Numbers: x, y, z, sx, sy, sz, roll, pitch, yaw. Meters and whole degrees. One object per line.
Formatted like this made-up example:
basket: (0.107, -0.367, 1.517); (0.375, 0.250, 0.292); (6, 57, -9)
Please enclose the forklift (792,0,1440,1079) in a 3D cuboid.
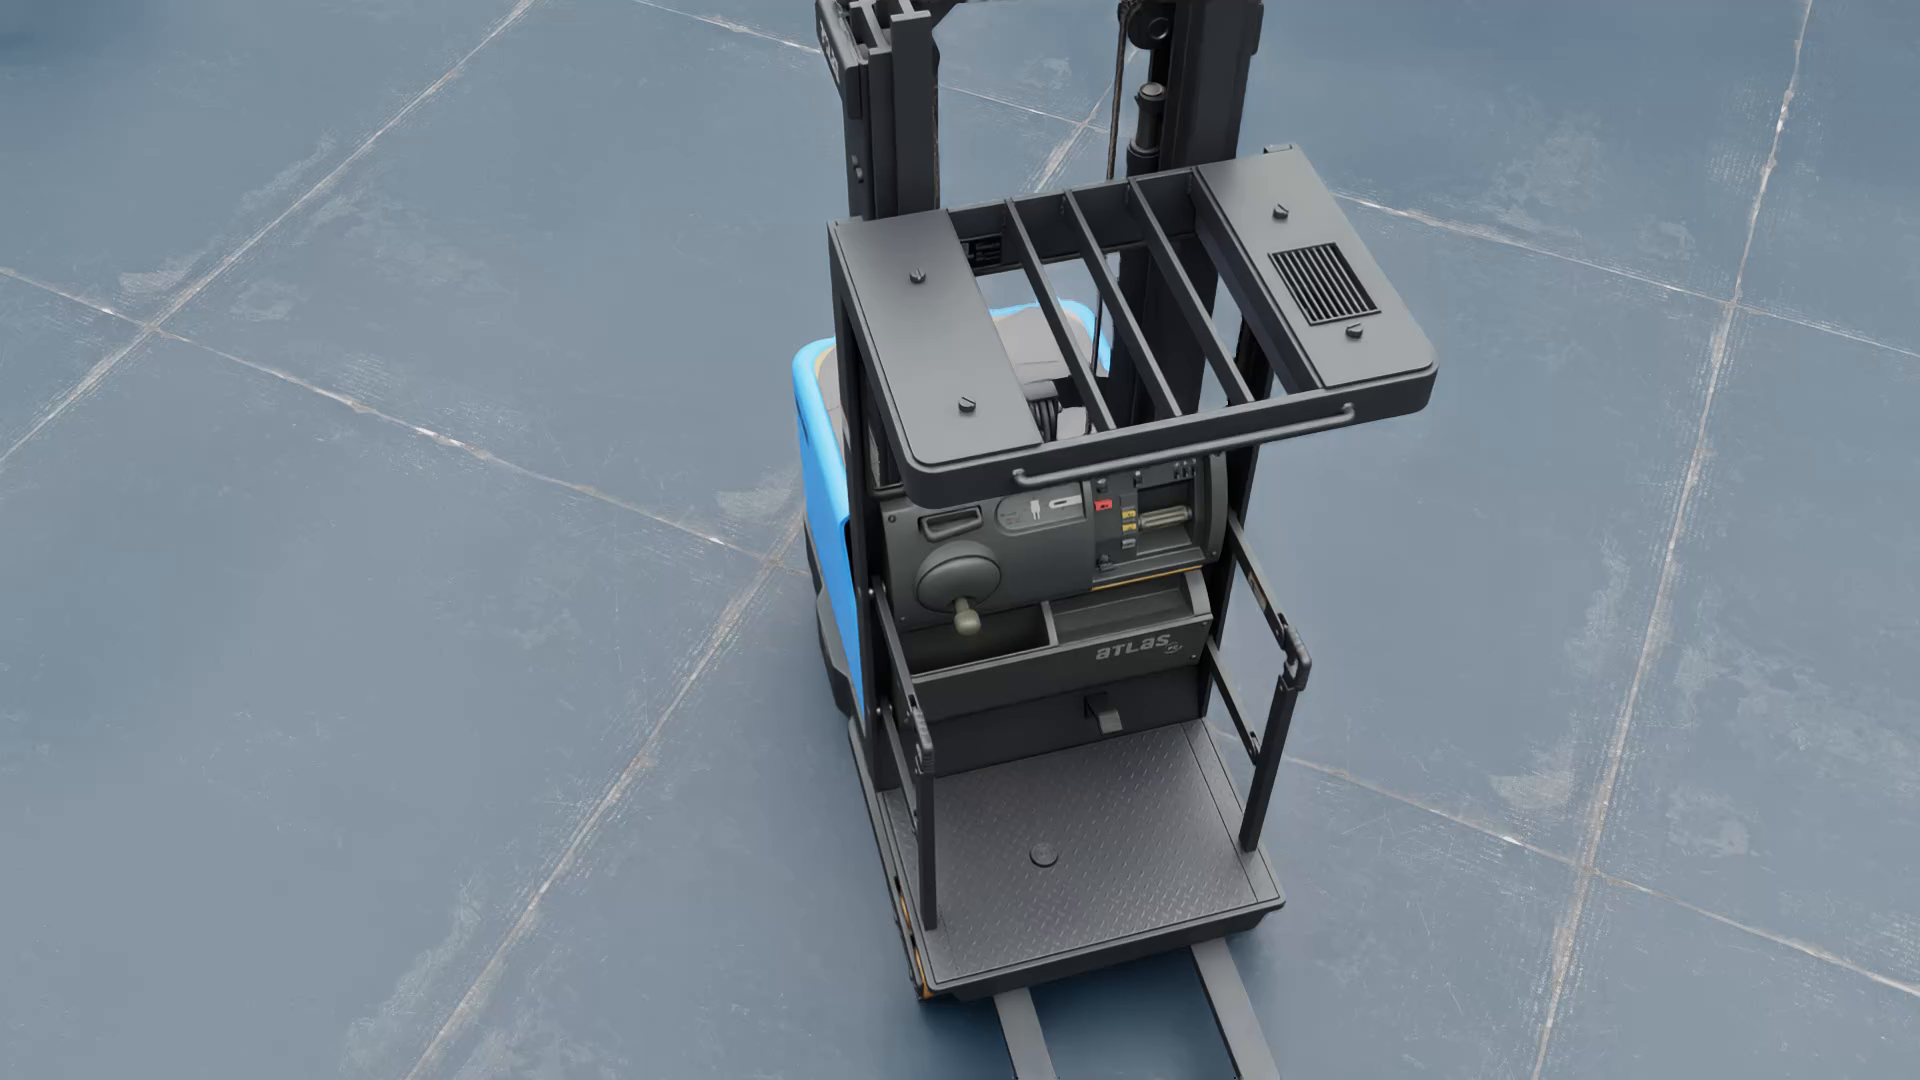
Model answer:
forklift: (0.317, 0.100, 4.240); (1.130, 2.935, 3.031); (-12, 51, -10)
